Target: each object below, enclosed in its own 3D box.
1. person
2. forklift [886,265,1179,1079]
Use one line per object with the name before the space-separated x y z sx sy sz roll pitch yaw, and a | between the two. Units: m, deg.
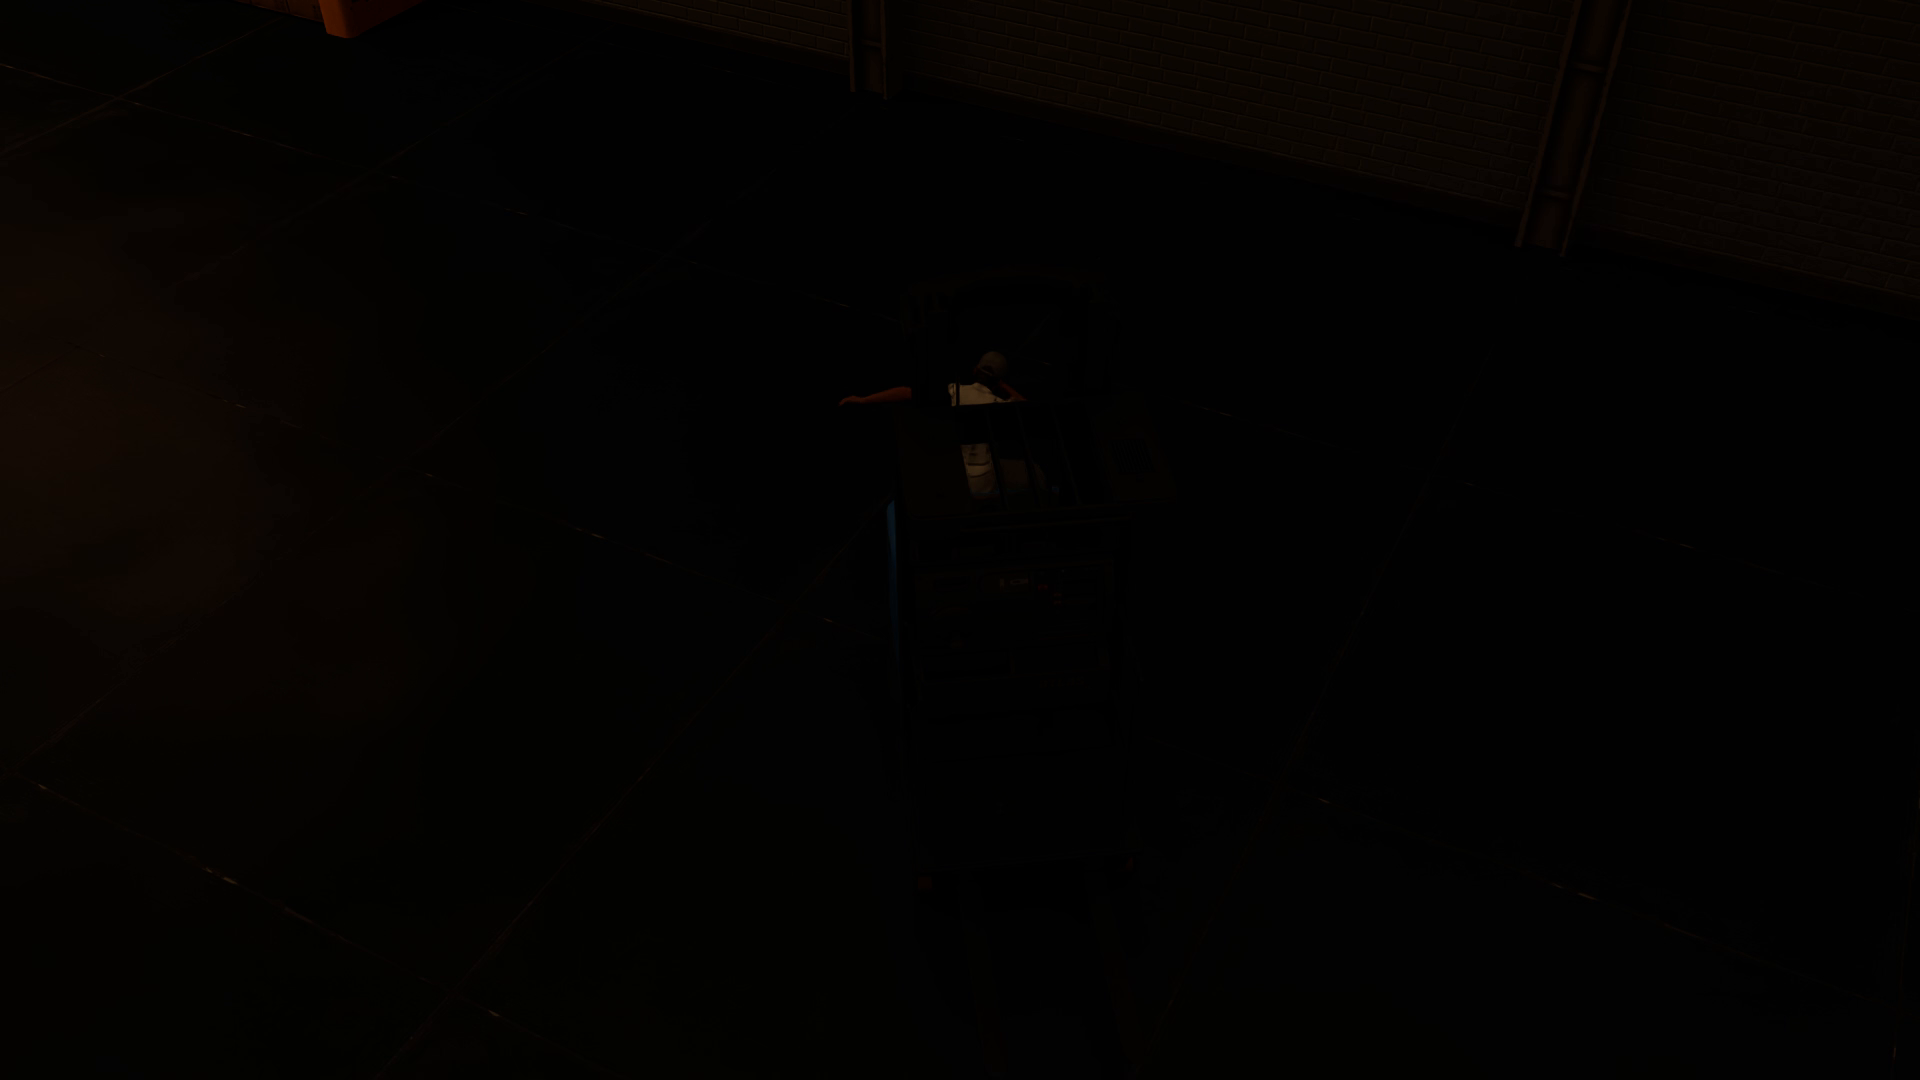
person | 0.011 -0.543 9.917 1.240 1.350 0.801 17 43 19
forklift | 0.283 0.374 7.543 1.130 2.935 3.031 -4 40 -5
